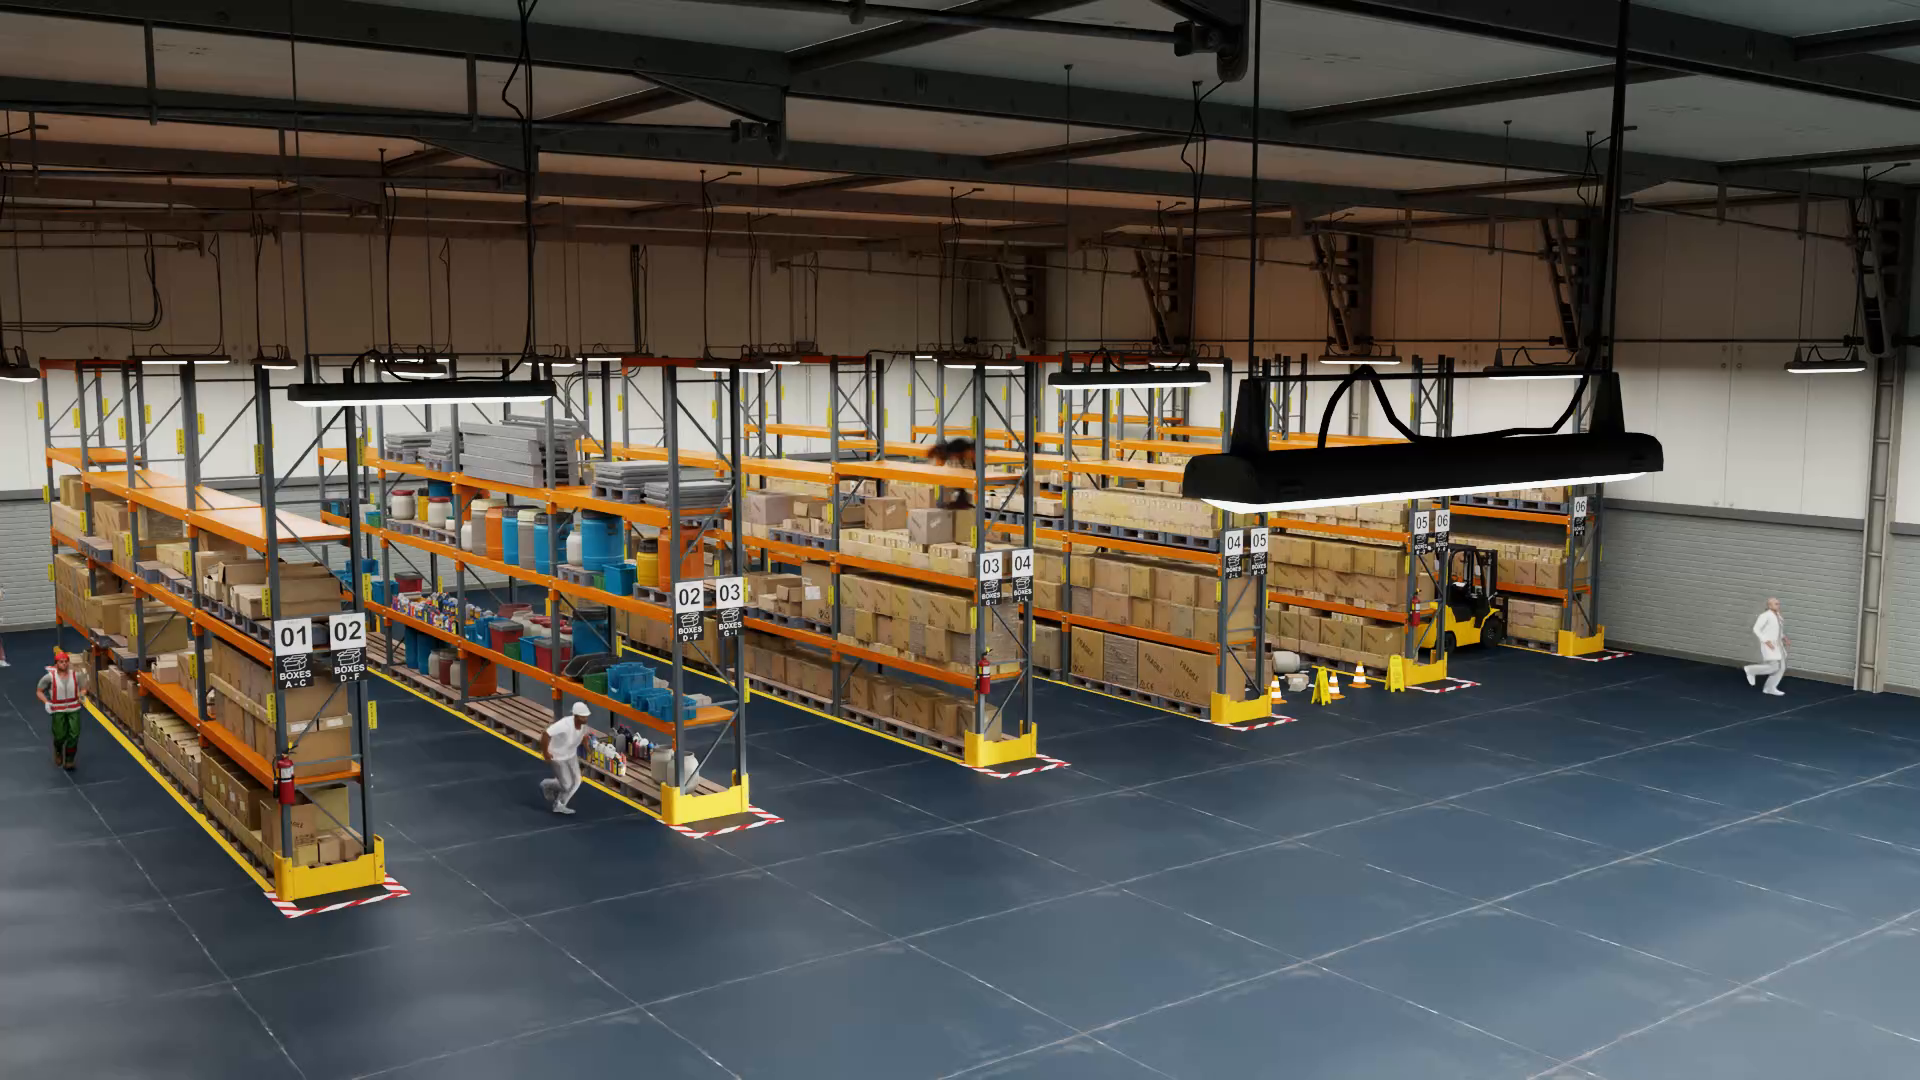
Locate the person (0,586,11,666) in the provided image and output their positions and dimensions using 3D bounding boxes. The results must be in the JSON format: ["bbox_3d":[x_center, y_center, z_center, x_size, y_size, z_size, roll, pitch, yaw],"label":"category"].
[{"bbox_3d":[-18.968,1.705,32.133,1.009,1.622,0.615,-6,9,-39],"label":"person"}]

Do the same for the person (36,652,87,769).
[{"bbox_3d":[-13.192,2.527,24.504,0.653,1.742,0.588,-5,9,-38],"label":"person"}]

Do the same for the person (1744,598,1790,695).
[{"bbox_3d":[14.530,1.897,29.869,0.707,1.734,0.705,-5,9,-38],"label":"person"}]

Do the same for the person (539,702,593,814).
[{"bbox_3d":[-5.286,2.905,22.166,0.941,1.567,0.725,5,8,33],"label":"person"}]
